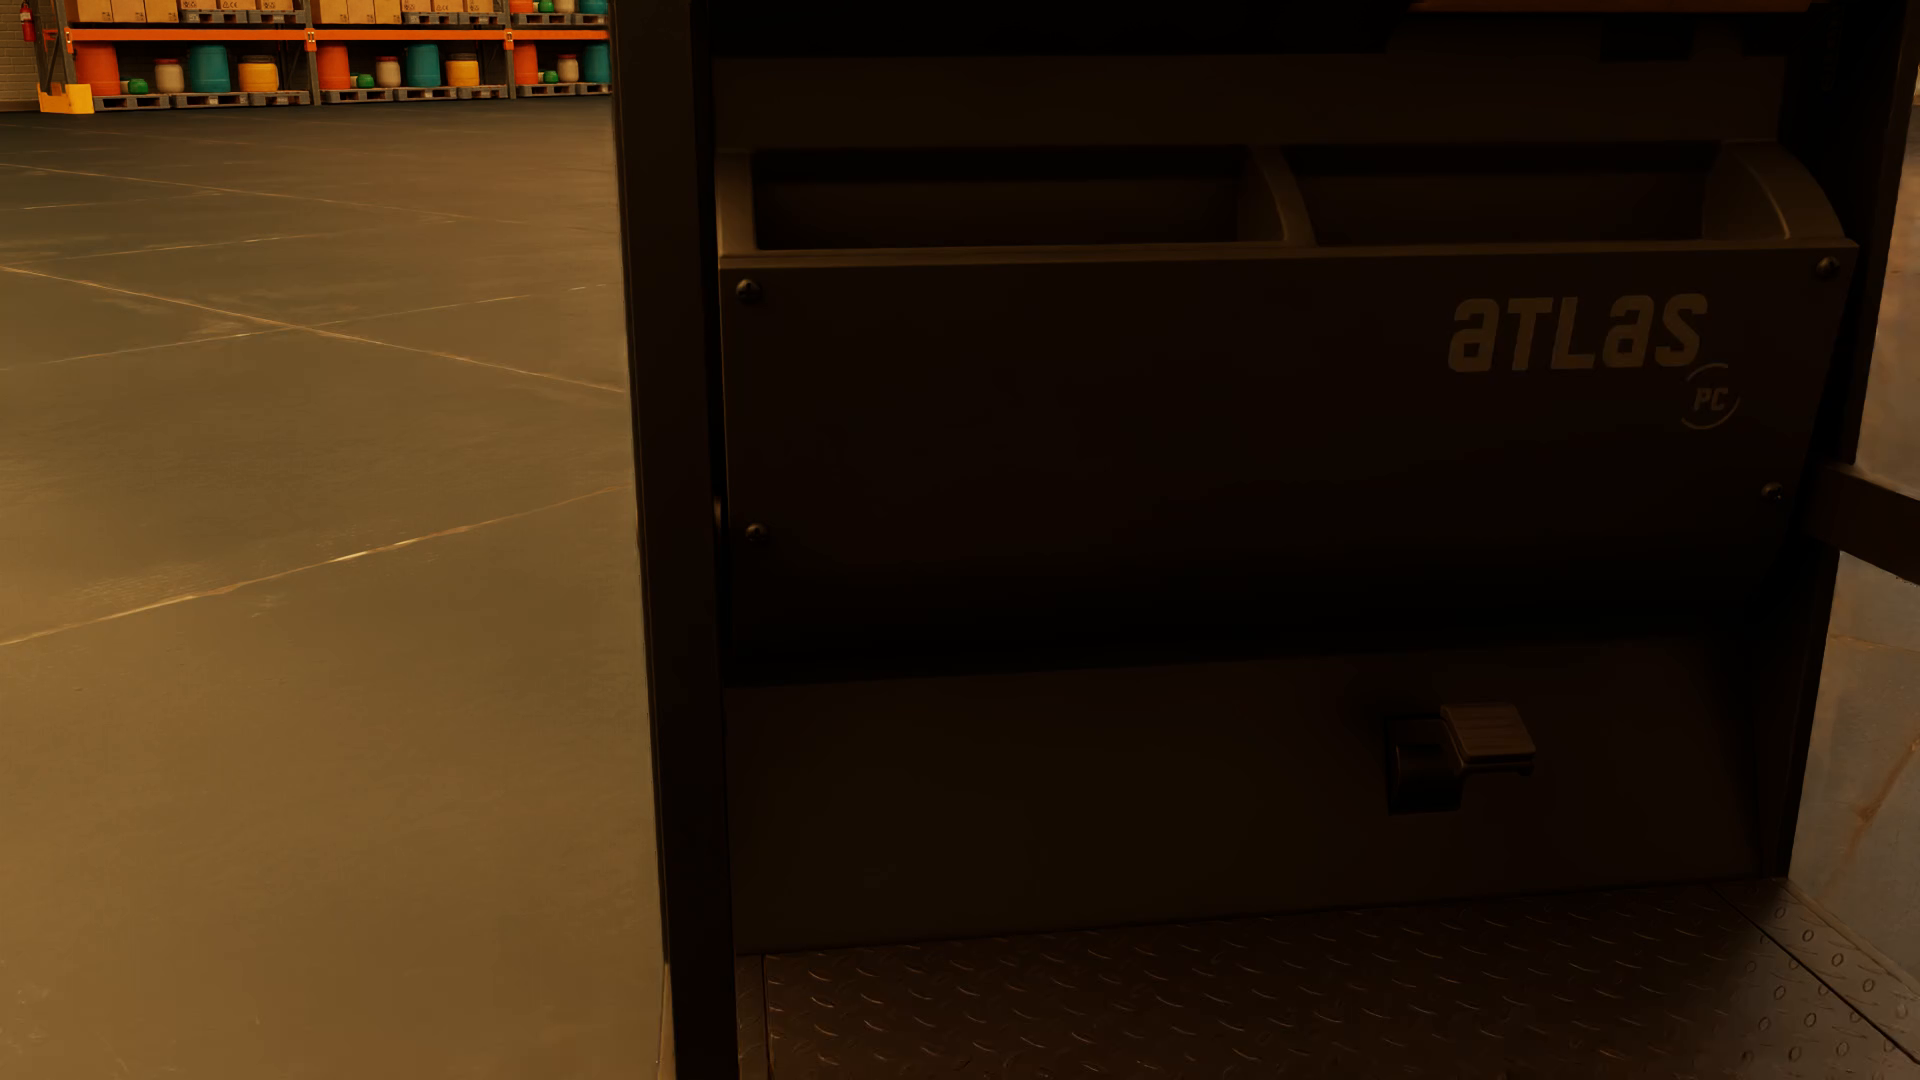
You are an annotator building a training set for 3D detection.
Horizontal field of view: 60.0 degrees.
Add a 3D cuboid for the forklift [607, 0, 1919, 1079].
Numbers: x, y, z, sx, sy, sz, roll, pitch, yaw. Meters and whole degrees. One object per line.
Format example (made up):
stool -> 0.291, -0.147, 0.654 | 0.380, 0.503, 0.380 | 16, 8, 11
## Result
forklift -> 0.302, -0.649, 1.033 | 1.130, 2.935, 3.031 | -2, 17, -8
